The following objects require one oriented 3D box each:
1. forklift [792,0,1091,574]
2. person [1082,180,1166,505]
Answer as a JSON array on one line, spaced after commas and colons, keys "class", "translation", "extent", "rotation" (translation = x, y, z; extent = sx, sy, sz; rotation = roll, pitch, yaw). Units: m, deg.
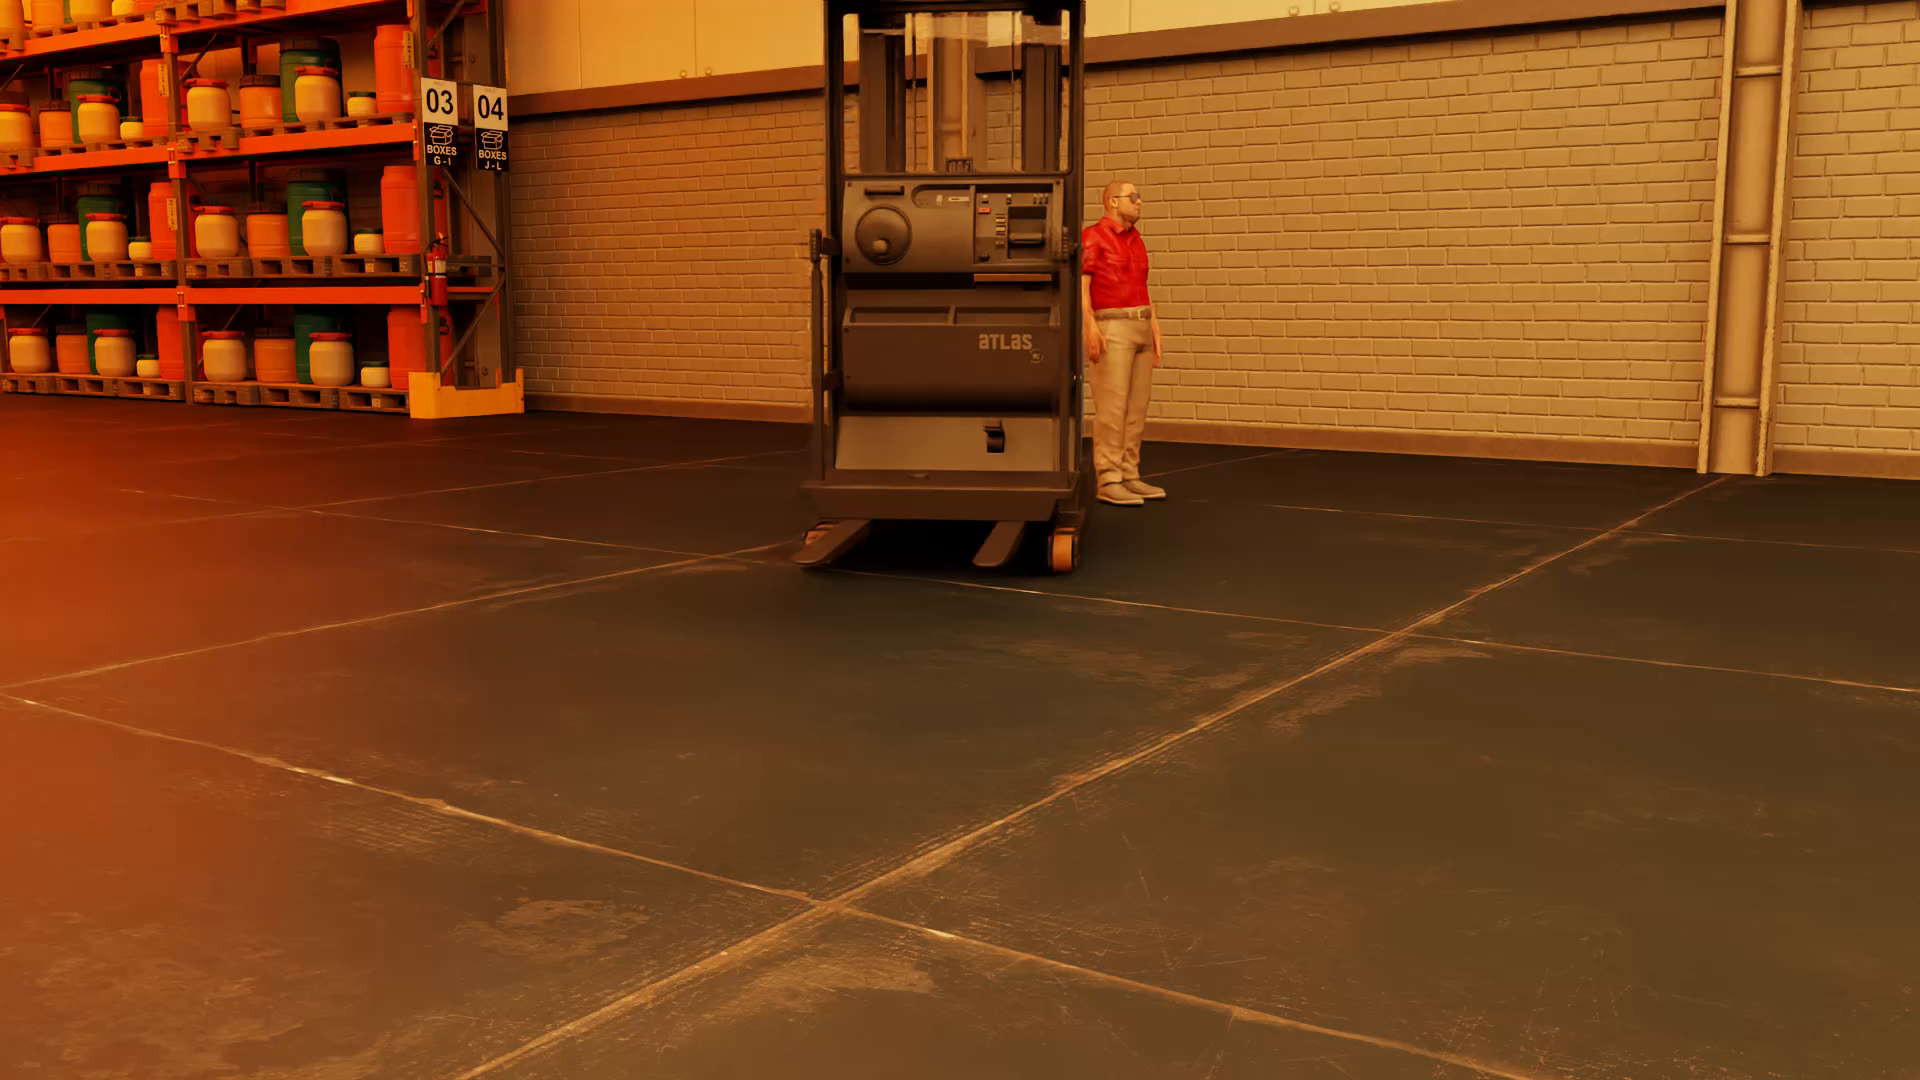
[{"class": "forklift", "translation": [-0.051, -1.364, 6.788], "extent": [1.130, 2.935, 3.031], "rotation": [1, 8, 6]}, {"class": "person", "translation": [0.943, -1.086, 9.065], "extent": [0.528, 1.730, 0.640], "rotation": [7, 11, 41]}]
